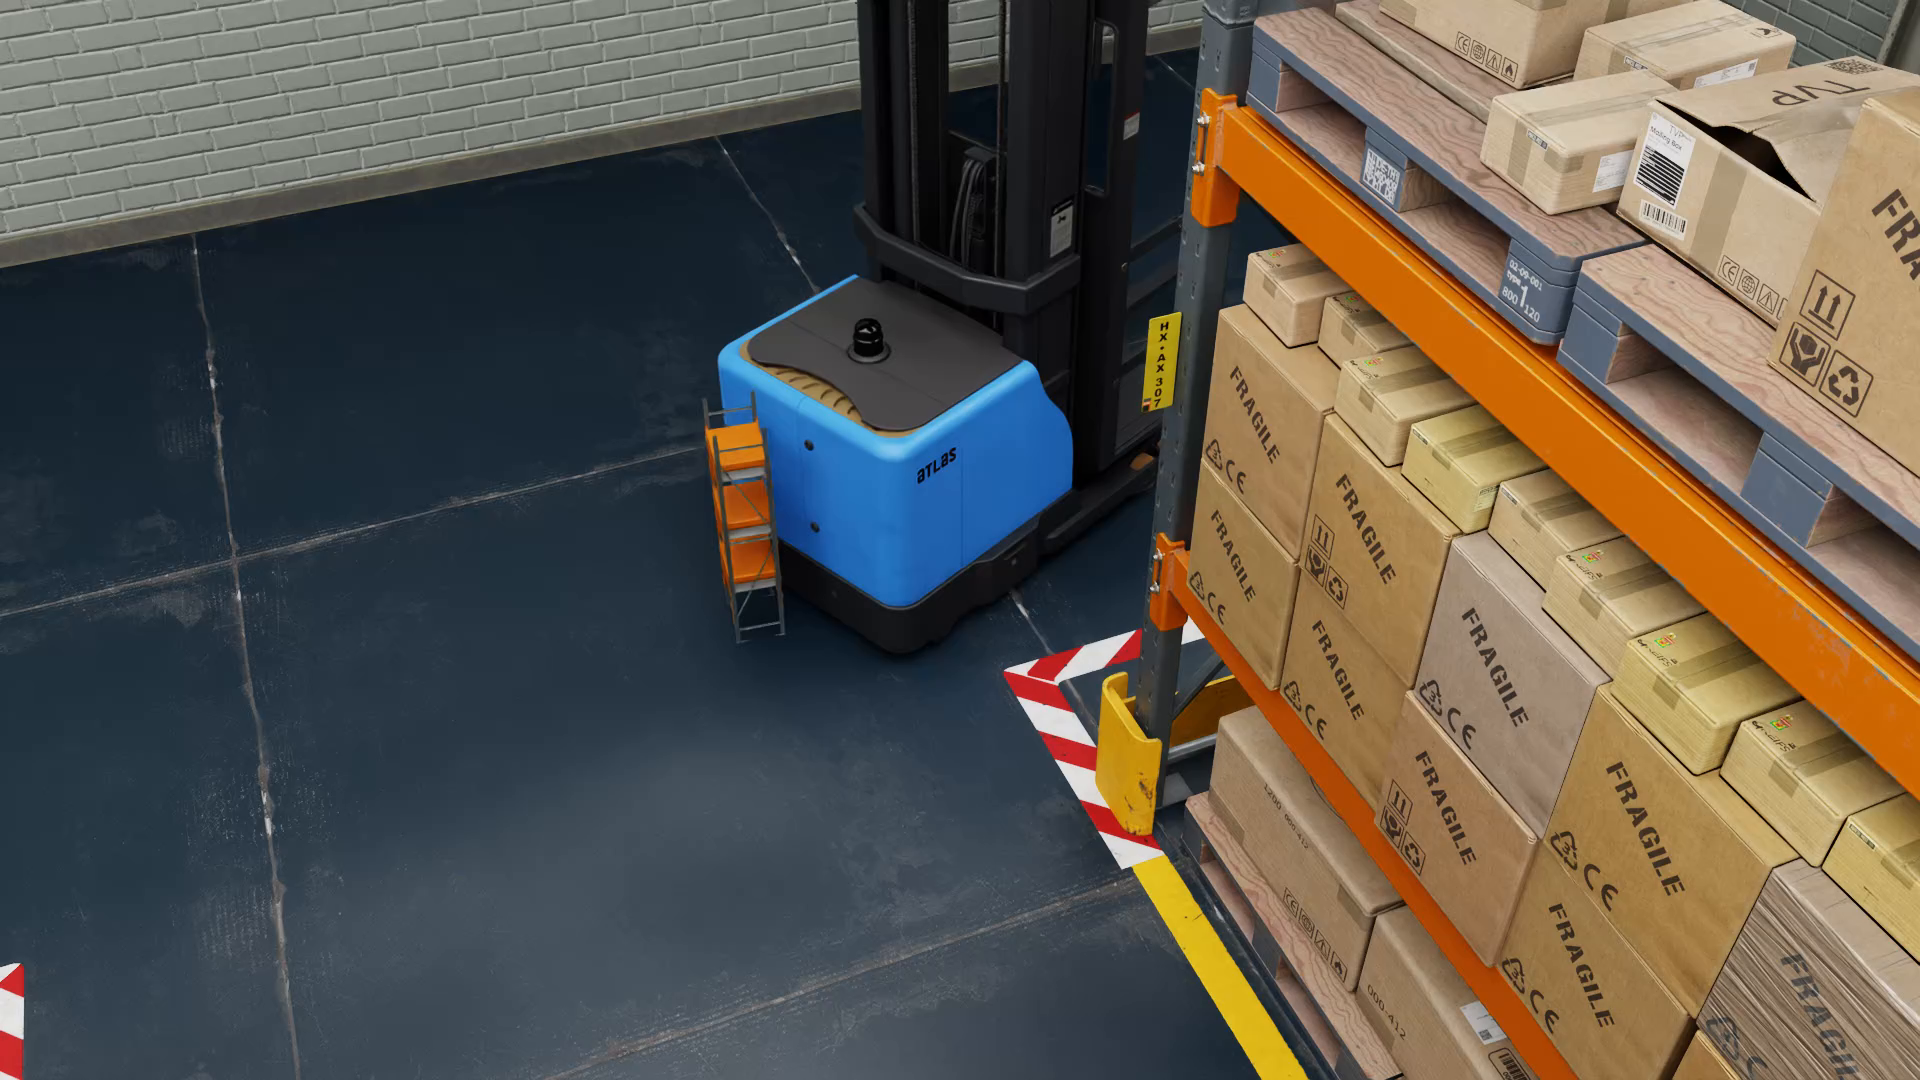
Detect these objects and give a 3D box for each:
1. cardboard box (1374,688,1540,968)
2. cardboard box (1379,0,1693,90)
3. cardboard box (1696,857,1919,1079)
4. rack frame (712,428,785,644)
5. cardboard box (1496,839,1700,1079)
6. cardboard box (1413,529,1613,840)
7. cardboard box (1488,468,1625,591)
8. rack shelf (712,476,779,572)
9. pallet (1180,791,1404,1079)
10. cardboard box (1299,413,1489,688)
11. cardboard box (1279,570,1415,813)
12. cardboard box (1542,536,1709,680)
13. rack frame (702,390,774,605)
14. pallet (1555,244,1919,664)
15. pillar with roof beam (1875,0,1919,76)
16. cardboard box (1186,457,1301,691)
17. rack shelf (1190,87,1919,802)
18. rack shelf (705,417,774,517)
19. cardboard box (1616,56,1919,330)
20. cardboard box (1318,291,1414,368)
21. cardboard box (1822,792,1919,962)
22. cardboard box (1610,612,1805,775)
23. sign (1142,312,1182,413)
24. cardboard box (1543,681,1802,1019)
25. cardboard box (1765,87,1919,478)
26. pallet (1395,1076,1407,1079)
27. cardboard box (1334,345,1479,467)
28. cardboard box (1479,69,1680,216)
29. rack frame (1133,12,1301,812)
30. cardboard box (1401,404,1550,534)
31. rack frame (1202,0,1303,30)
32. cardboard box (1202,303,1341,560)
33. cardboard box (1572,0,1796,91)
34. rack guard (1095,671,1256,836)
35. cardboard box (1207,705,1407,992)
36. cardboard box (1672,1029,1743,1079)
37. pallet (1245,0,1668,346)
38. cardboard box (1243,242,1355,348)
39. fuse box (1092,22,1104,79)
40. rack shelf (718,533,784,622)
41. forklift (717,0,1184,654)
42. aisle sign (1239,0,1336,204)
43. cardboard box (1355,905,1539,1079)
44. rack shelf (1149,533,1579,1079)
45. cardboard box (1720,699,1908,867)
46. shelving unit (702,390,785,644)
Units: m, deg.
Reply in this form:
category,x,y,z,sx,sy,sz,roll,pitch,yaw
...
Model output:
category,x,y,z,sx,sy,sz,roll,pitch,yaw
cardboard box,1.414,0.643,4.125,0.500,0.500,0.500,-15,43,-17
cardboard box,1.354,-1.318,3.897,0.500,0.250,0.500,-19,44,-21
cardboard box,1.803,0.876,3.087,0.500,0.500,0.500,-15,43,-16
rack frame,-0.810,0.005,6.438,0.200,1.050,0.008,-10,42,-12
cardboard box,1.621,0.940,3.779,0.500,0.500,0.500,-14,43,-15
cardboard box,1.427,0.272,3.790,0.500,0.500,0.500,-15,43,-17
cardboard box,1.405,-0.044,3.660,0.380,0.149,0.250,-15,43,-16
rack shelf,-0.842,-0.064,6.534,0.215,0.259,0.240,-10,42,-12
pallet,1.477,1.231,5.657,1.003,0.211,1.213,-15,43,-17
cardboard box,1.223,-0.036,4.148,0.500,0.500,0.500,-16,43,-18
cardboard box,1.236,0.332,4.487,0.500,0.500,0.500,-16,43,-17
cardboard box,1.461,0.116,3.473,0.380,0.149,0.250,-15,43,-16
rack frame,-0.875,-0.148,6.617,0.200,1.050,0.008,-10,42,-12
pallet,1.862,-0.212,2.964,1.003,0.211,1.213,-15,43,-17
pillar with roof beam,1.507,-4.579,5.673,9.100,9.000,0.400,-15,43,-17
cardboard box,1.017,0.034,4.833,0.500,0.500,0.500,-15,43,-17
rack shelf,1.864,0.051,3.141,1.077,0.370,4.000,-15,43,-17
rack shelf,-0.842,-0.279,6.350,0.215,0.259,0.240,-10,42,-12
cardboard box,1.625,-0.675,3.104,0.500,0.311,0.500,-14,43,-16
cardboard box,1.144,-0.529,4.223,0.380,0.149,0.250,-14,43,-16
cardboard box,1.786,0.566,2.950,0.380,0.149,0.250,-16,43,-18
cardboard box,1.533,0.276,3.288,0.380,0.149,0.250,-16,43,-18
sign,0.583,-0.512,4.820,0.100,0.325,0.005,-15,43,-17
cardboard box,1.619,0.572,3.440,0.500,0.500,0.500,-15,43,-17
cardboard box,1.731,-0.409,2.649,0.500,0.500,0.500,-14,43,-16
pallet,1.939,1.964,4.804,1.003,0.211,1.213,-15,43,-17
cardboard box,1.138,-0.344,4.008,0.380,0.149,0.250,-14,43,-16
cardboard box,1.302,-0.815,3.391,0.380,0.149,0.250,-14,43,-15
rack frame,1.098,-0.289,5.285,1.000,3.000,0.127,-15,43,-17
cardboard box,1.255,-0.190,3.829,0.380,0.149,0.250,-16,43,-18
rack frame,1.098,-2.563,3.329,1.000,3.000,0.127,-15,43,-17
cardboard box,1.019,-0.346,4.508,0.500,0.500,0.500,-16,43,-18
cardboard box,1.588,-1.047,3.660,0.380,0.149,0.250,-18,44,-20
rack guard,1.089,0.645,6.117,1.175,0.500,0.348,-15,43,-17
cardboard box,1.443,0.896,5.550,0.875,0.438,0.875,-17,43,-18
cardboard box,1.807,1.259,3.408,0.500,0.500,0.500,-16,43,-17
pallet,1.392,-0.948,3.819,1.003,0.211,1.213,-15,43,-17
cardboard box,0.978,-0.669,4.386,0.380,0.149,0.250,-14,43,-16
fuse box,0.916,-3.627,10.156,0.539,1.711,0.414,-15,43,-17
rack shelf,-0.843,0.147,6.715,0.215,0.259,0.240,-10,42,-12
forklift,0.398,-1.537,6.789,1.130,2.935,3.031,31,49,31
aisle sign,0.803,-1.245,4.404,0.394,0.787,0.004,-15,43,-17
cardboard box,1.801,1.445,4.912,0.875,0.438,0.875,-14,43,-16
rack shelf,1.864,1.189,4.119,1.077,0.370,4.000,-15,43,-17
cardboard box,1.678,0.422,3.118,0.380,0.149,0.250,-15,43,-17
shelving unit,-0.842,-0.072,6.528,0.215,1.050,0.252,-10,42,-12
